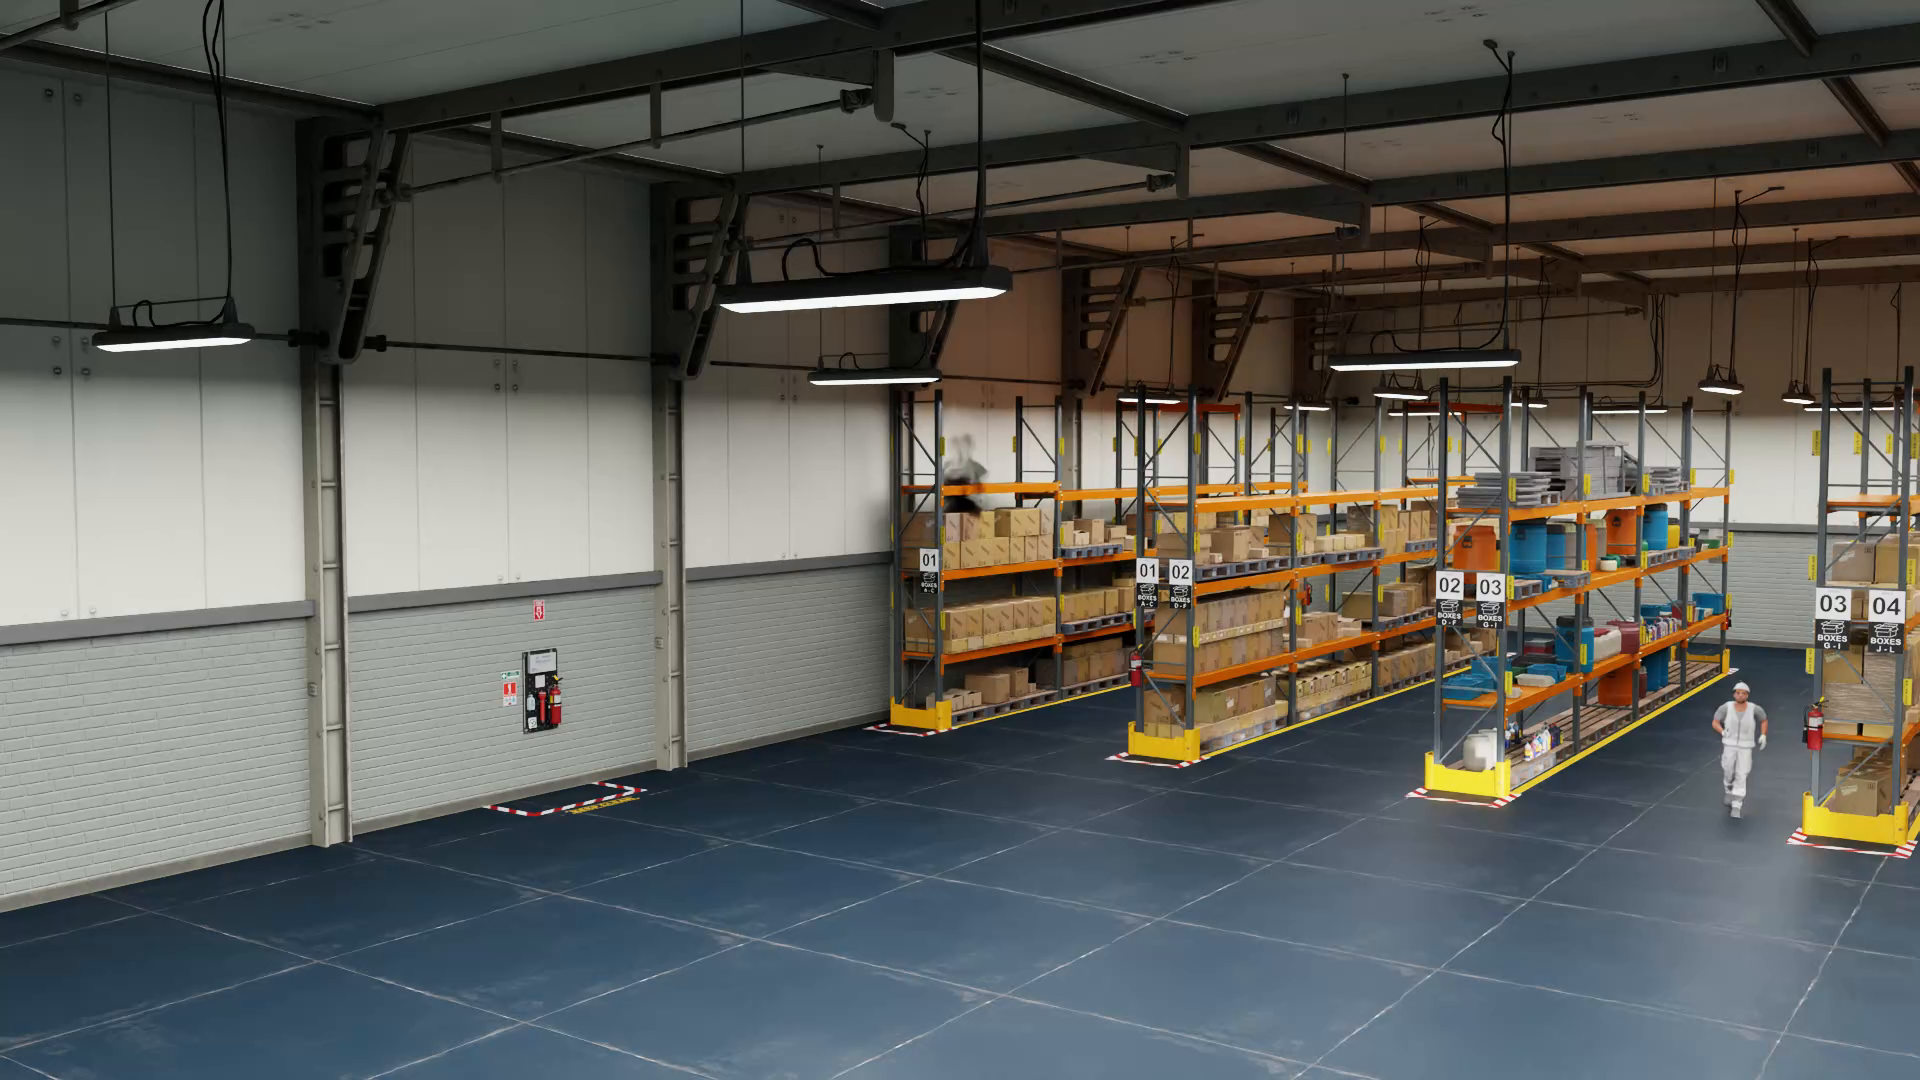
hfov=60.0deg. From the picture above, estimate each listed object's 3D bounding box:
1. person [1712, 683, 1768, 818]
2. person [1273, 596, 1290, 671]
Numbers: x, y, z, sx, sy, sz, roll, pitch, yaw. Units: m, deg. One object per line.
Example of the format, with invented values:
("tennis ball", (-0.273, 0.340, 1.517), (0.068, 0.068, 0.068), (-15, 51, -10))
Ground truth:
("person", (10.616, 2.827, 22.654), (0.693, 1.791, 0.893), (2, 4, 28))
("person", (7.020, 2.059, 36.575), (0.671, 1.739, 0.628), (1, 3, 22))
